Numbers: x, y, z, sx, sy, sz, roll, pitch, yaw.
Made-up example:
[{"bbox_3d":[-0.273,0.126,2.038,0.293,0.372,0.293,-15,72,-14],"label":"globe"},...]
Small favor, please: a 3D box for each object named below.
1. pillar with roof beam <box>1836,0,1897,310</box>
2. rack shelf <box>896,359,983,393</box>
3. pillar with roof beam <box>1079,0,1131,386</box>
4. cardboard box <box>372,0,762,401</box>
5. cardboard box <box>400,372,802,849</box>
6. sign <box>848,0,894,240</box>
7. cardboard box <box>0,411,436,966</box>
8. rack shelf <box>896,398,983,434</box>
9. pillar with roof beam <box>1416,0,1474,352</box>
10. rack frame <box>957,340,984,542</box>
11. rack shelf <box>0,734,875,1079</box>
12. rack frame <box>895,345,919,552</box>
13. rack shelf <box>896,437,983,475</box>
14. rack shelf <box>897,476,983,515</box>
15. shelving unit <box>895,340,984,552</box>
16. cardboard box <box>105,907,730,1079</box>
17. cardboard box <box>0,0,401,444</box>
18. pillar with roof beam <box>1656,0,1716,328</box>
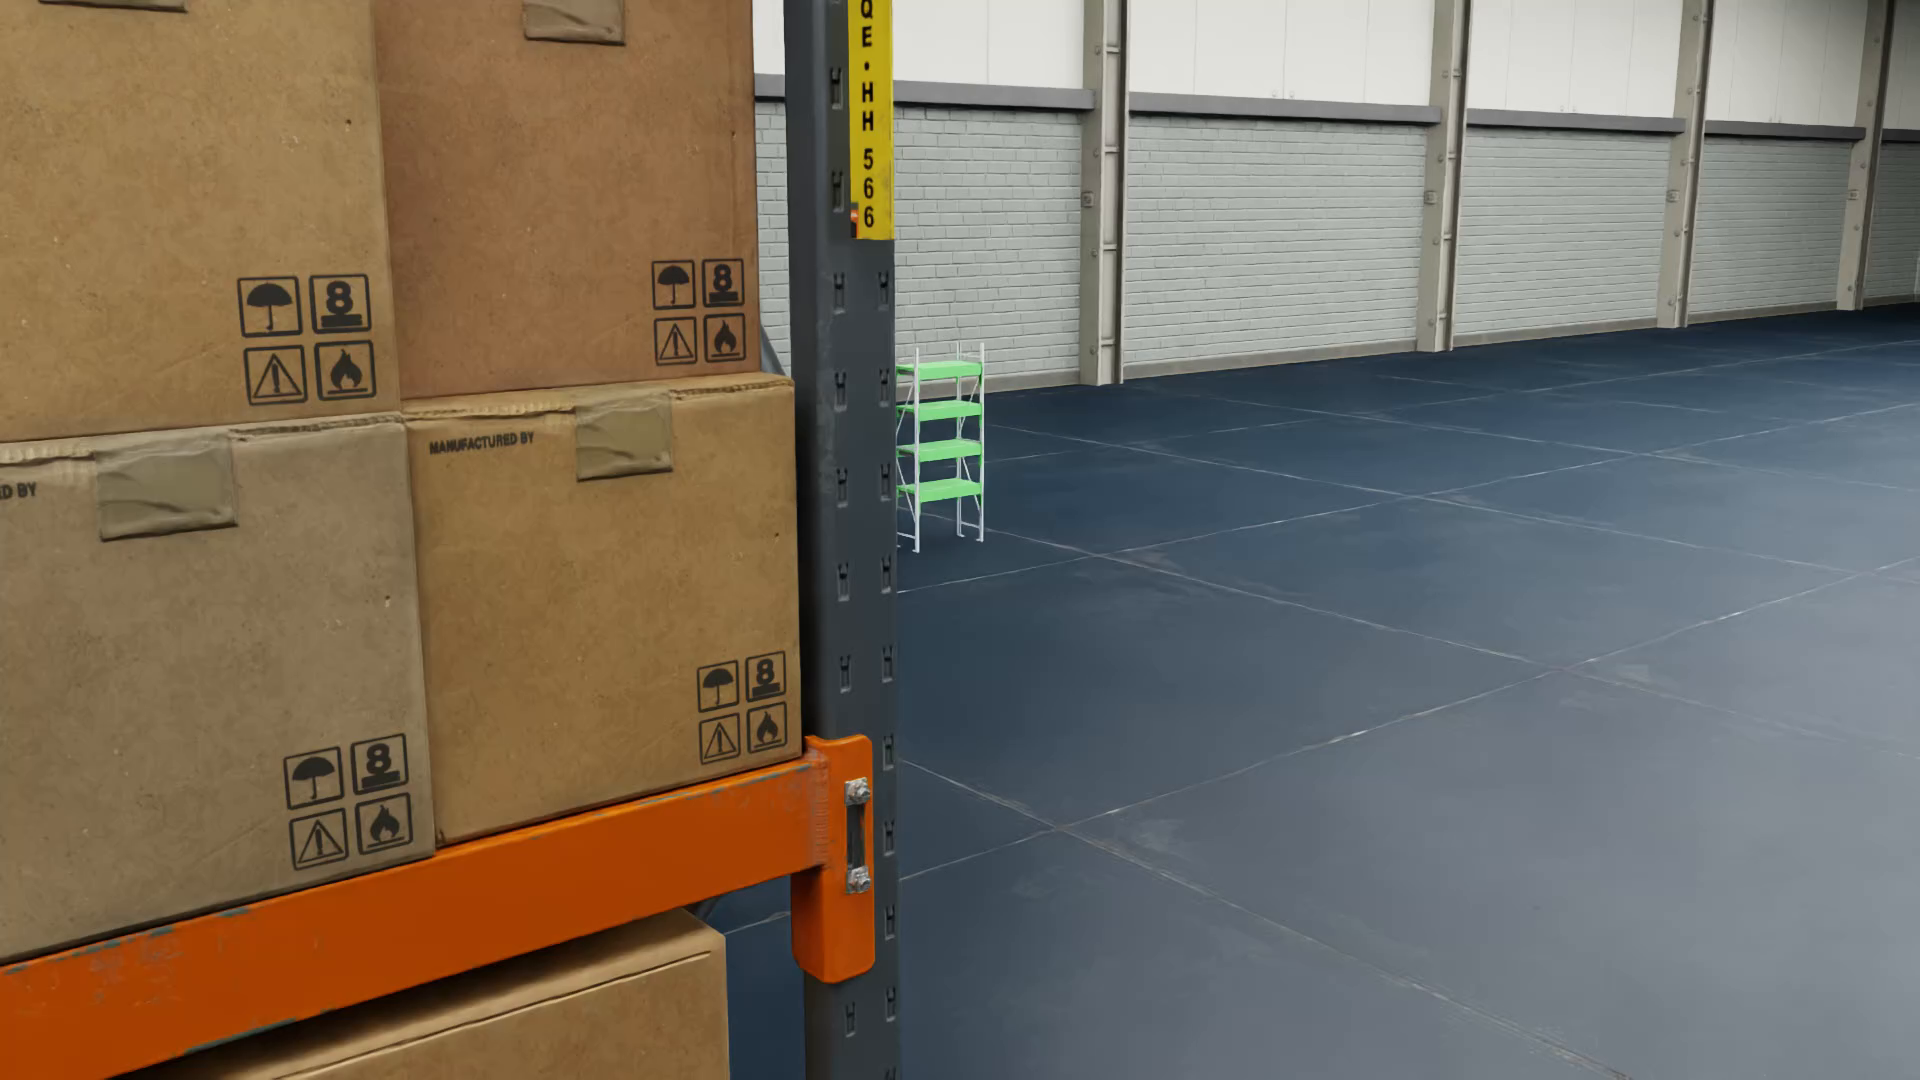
[{"bbox_3d":[18.285,-7.751,24.966,0.400,9.000,9.100,-9,15,-38],"label":"pillar with roof beam"},{"bbox_3d":[-0.129,-0.972,9.817,0.480,0.148,0.258,-9,15,-38],"label":"rack shelf"},{"bbox_3d":[4.230,-5.415,13.966,0.400,9.000,9.100,-9,15,-38],"label":"pillar with roof beam"},{"bbox_3d":[-0.762,-0.531,2.449,0.550,0.550,0.875,-9,15,-38],"label":"cardboard box"},{"bbox_3d":[-0.710,0.011,2.497,0.550,0.550,0.875,-9,15,-38],"label":"cardboard box"},{"bbox_3d":[-0.120,-0.564,2.206,0.005,0.325,0.100,-9,15,-38],"label":"sign"},{"bbox_3d":[-1.125,0.085,2.144,0.550,0.550,0.875,-9,15,-38],"label":"cardboard box"},{"bbox_3d":[-0.129,-0.738,9.866,0.480,0.148,0.258,-9,15,-38],"label":"rack shelf"},{"bbox_3d":[8.915,-6.194,17.633,0.400,9.000,9.100,-9,15,-38],"label":"pillar with roof beam"},{"bbox_3d":[0.061,-0.597,10.052,0.015,1.200,0.240,-9,15,-38],"label":"rack frame"},{"bbox_3d":[-2.010,0.640,1.626,4.000,0.370,1.077,-9,15,-38],"label":"rack shelf"},{"bbox_3d":[-0.320,-0.534,9.754,0.015,1.200,0.240,-9,15,-38],"label":"rack frame"},{"bbox_3d":[-0.129,-0.503,9.916,0.480,0.148,0.258,-9,15,-38],"label":"rack shelf"},{"bbox_3d":[-0.129,-0.268,9.966,0.480,0.148,0.258,-9,15,-38],"label":"rack shelf"},{"bbox_3d":[-0.129,-0.565,9.903,0.503,1.200,0.258,-9,15,-38],"label":"shelving unit"},{"bbox_3d":[-0.936,0.961,2.486,0.875,0.875,0.875,-9,15,-37],"label":"cardboard box"},{"bbox_3d":[-1.134,-0.445,2.042,0.550,0.550,0.875,-9,15,-38],"label":"cardboard box"},{"bbox_3d":[13.600,-6.972,21.299,0.400,9.000,9.100,-9,15,-38],"label":"pillar with roof beam"}]
